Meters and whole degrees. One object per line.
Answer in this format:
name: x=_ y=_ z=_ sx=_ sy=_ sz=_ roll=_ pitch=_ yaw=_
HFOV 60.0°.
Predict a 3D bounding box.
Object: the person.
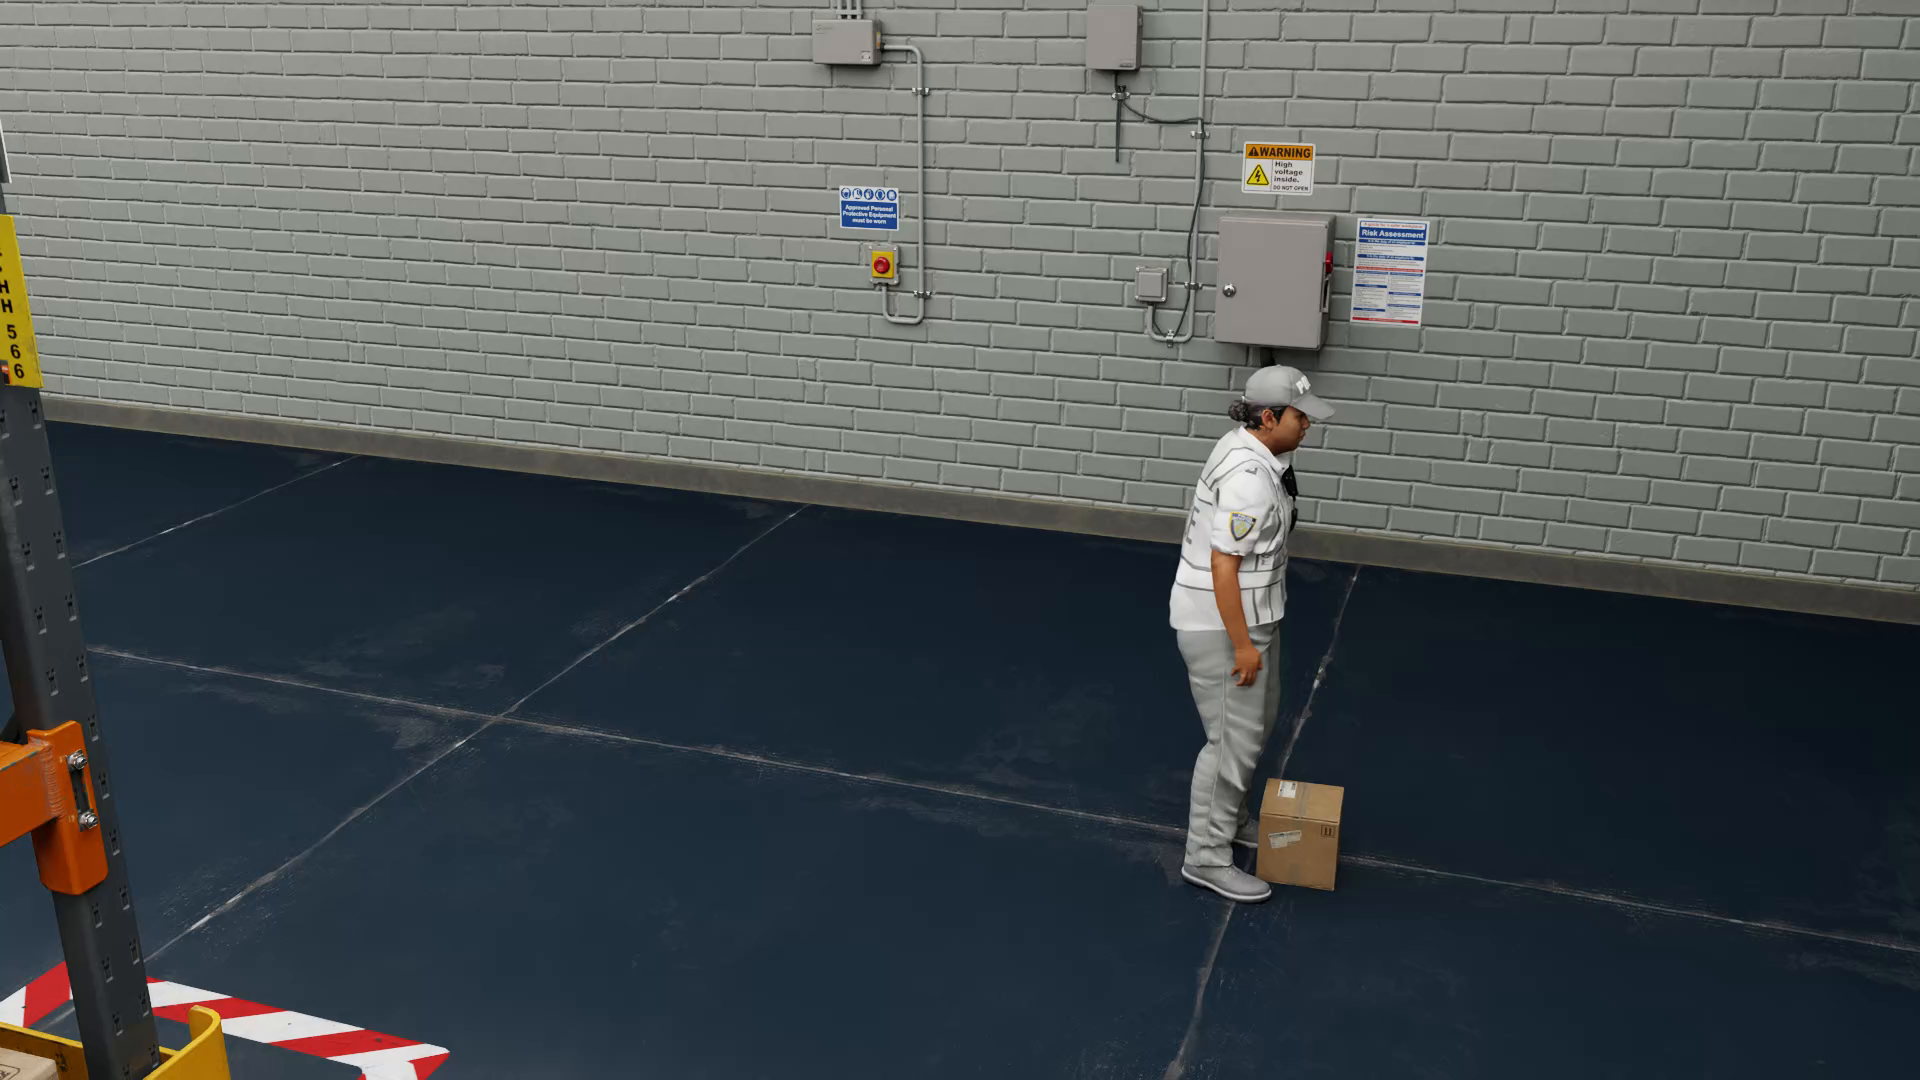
person: x=0.902 y=0.268 z=5.263 sx=0.463 sy=1.667 sz=0.563 roll=5 pitch=20 yaw=16
